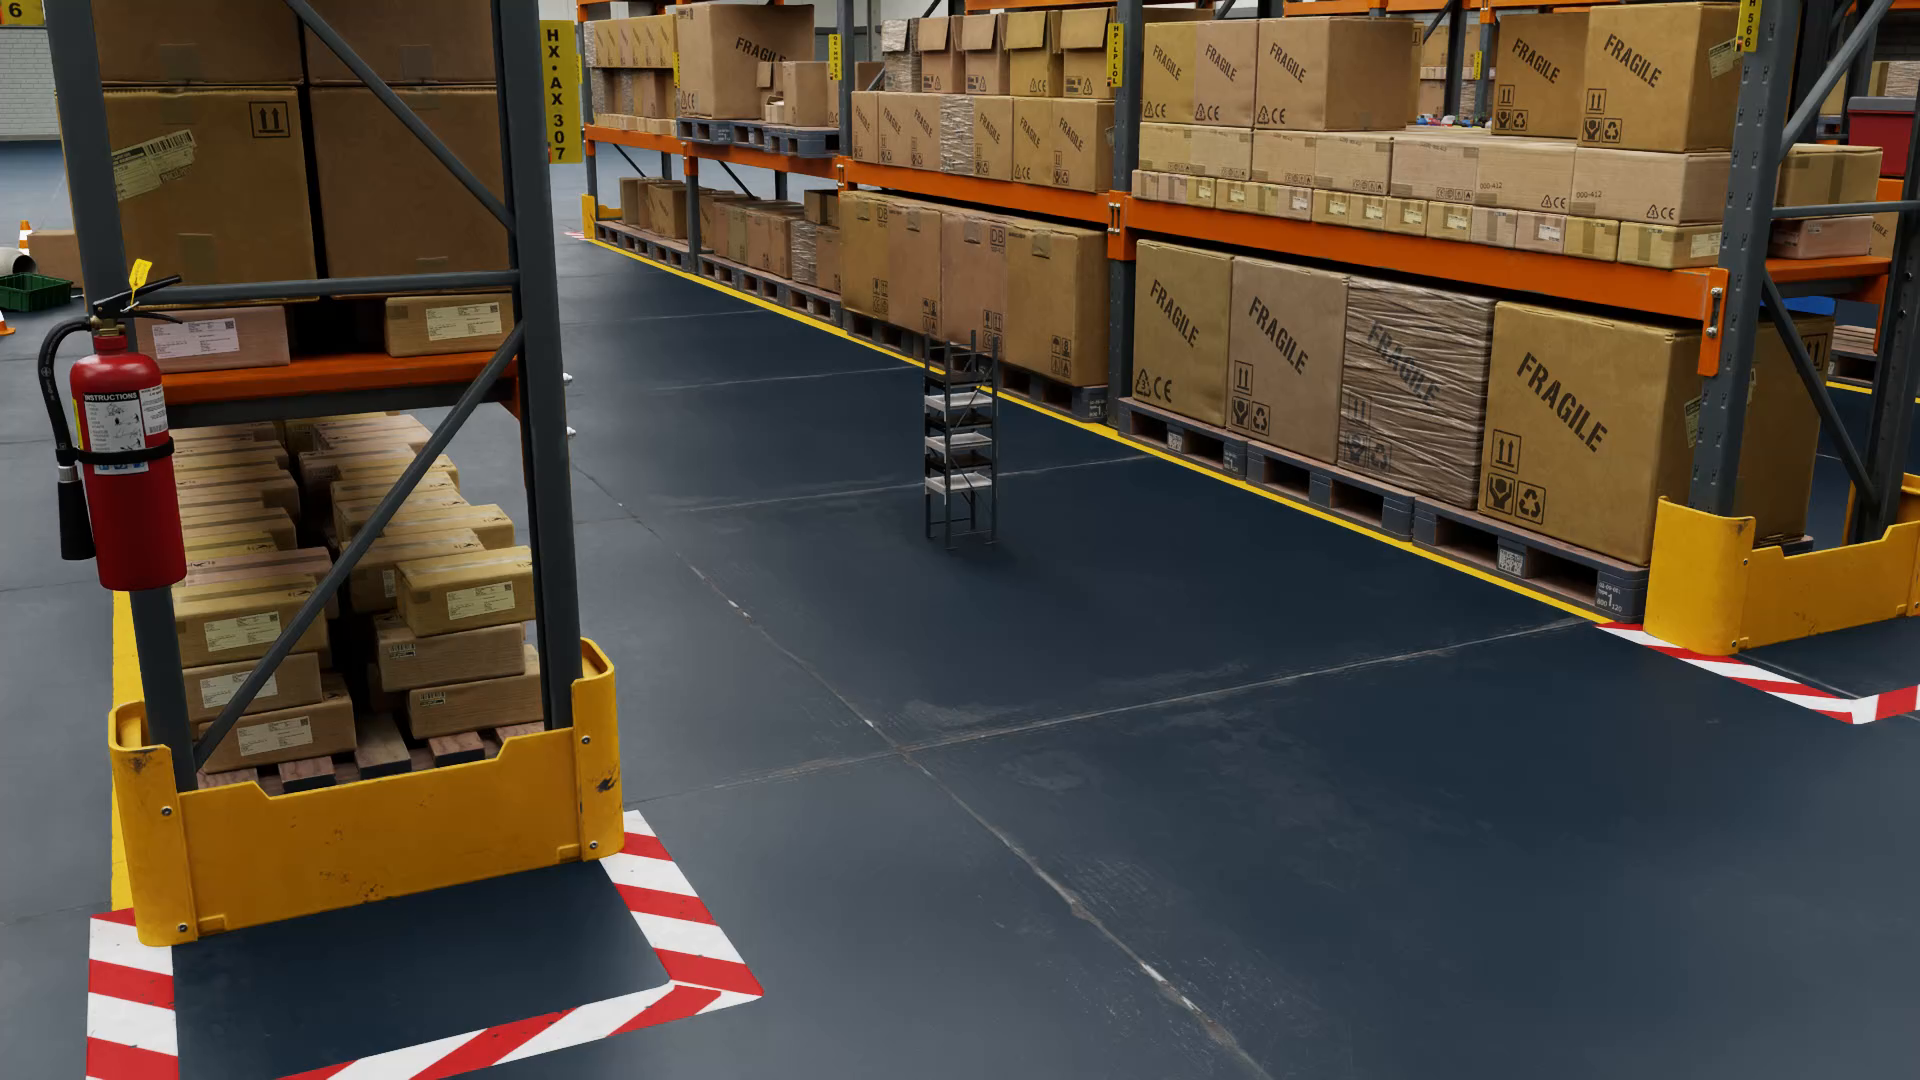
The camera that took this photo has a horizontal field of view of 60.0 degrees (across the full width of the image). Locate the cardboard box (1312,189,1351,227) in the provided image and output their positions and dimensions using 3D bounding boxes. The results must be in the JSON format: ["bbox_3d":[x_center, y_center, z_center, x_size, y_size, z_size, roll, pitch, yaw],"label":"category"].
[{"bbox_3d":[1.829,-1.517,7.556,0.380,0.149,0.250,-8,18,-26],"label":"cardboard box"}]

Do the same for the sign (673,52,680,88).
[{"bbox_3d":[-2.675,-4.470,15.821,0.100,0.325,0.005,-8,18,-25],"label":"sign"}]

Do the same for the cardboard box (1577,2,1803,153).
[{"bbox_3d":[2.617,-1.667,5.993,0.500,0.500,0.500,-7,18,-24],"label":"cardboard box"}]

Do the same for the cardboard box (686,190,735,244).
[{"bbox_3d":[-2.587,-3.367,17.317,0.500,0.500,0.500,-2,16,-7],"label":"cardboard box"}]

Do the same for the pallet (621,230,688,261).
[{"bbox_3d":[-3.055,-3.247,18.181,1.003,0.211,1.213,-8,18,-25],"label":"pallet"}]

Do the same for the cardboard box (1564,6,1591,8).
[{"bbox_3d":[9.337,-8.296,25.065,0.500,0.500,0.500,-7,17,-23],"label":"cardboard box"}]

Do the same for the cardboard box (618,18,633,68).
[{"bbox_3d":[-3.289,-5.244,17.553,0.500,0.500,0.500,-8,18,-25],"label":"cardboard box"}]

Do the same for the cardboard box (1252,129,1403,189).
[{"bbox_3d":[1.730,-1.809,7.849,0.500,0.250,0.500,-7,18,-24],"label":"cardboard box"}]

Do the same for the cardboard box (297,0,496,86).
[{"bbox_3d":[-1.394,-1.387,4.112,0.500,0.500,0.500,-8,18,-25],"label":"cardboard box"}]

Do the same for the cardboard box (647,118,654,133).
[{"bbox_3d":[-3.052,-4.335,17.373,0.380,0.149,0.250,-8,18,-25],"label":"cardboard box"}]

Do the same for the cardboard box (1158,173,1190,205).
[{"bbox_3d":[1.260,-1.839,8.675,0.380,0.149,0.250,-8,18,-27],"label":"cardboard box"}]

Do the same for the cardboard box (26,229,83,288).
[{"bbox_3d":[-8.296,-2.608,15.428,0.500,0.500,0.500,-5,17,-15],"label":"cardboard box"}]

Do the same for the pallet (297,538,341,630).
[{"bbox_3d":[-2.324,0.242,6.025,1.003,0.211,1.213,-8,18,-25],"label":"pallet"}]

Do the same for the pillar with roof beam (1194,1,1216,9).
[{"bbox_3d":[1.373,-12.179,33.377,9.100,9.000,0.400,-8,18,-25],"label":"pillar with roof beam"}]

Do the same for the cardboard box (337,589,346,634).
[{"bbox_3d":[-1.892,0.184,5.579,0.380,0.149,0.250,-8,18,-25],"label":"cardboard box"}]

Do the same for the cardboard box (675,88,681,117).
[{"bbox_3d":[-2.332,-4.432,16.536,0.875,0.500,0.500,-8,18,-25],"label":"cardboard box"}]

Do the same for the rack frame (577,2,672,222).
[{"bbox_3d":[-3.943,-5.114,19.632,1.000,3.000,0.127,-8,18,-25],"label":"rack frame"}]

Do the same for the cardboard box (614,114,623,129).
[{"bbox_3d":[-3.612,-4.643,18.447,0.380,0.149,0.250,-8,18,-25],"label":"cardboard box"}]

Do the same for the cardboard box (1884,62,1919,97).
[{"bbox_3d":[9.075,-4.184,15.448,0.700,0.500,0.500,-4,17,-14],"label":"cardboard box"}]

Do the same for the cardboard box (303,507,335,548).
[{"bbox_3d":[-2.063,-0.025,5.769,0.380,0.149,0.250,-7,17,-22],"label":"cardboard box"}]

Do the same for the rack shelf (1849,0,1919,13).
[{"bbox_3d":[12.044,-6.517,20.390,1.077,0.370,4.000,-8,18,-25],"label":"rack shelf"}]

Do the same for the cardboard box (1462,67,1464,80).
[{"bbox_3d":[6.298,-5.781,20.600,0.380,0.149,0.250,-8,18,-26],"label":"cardboard box"}]

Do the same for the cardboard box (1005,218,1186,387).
[{"bbox_3d":[1.016,-1.475,10.043,1.225,0.875,0.875,-8,18,-25],"label":"cardboard box"}]

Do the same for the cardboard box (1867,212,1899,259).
[{"bbox_3d":[8.861,-2.934,15.772,0.500,0.500,0.500,-8,18,-26],"label":"cardboard box"}]

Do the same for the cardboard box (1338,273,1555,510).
[{"bbox_3d":[2.316,-0.701,7.348,0.875,0.875,0.875,-8,18,-25],"label":"cardboard box"}]

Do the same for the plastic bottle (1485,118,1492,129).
[{"bbox_3d":[4.302,-3.283,13.487,0.097,0.271,0.097,0,16,0],"label":"plastic bottle"}]

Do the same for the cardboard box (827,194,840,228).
[{"bbox_3d":[-0.758,-2.663,13.466,0.500,0.250,0.500,-7,17,-23],"label":"cardboard box"}]

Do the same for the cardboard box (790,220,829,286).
[{"bbox_3d":[-1.004,-2.440,14.048,0.700,0.500,0.500,-9,18,-29],"label":"cardboard box"}]

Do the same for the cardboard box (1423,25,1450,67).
[{"bbox_3d":[6.294,-6.224,20.968,0.700,0.500,0.500,-8,18,-25],"label":"cardboard box"}]

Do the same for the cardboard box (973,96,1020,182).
[{"bbox_3d":[0.418,-2.521,10.417,0.500,0.500,0.500,-8,18,-26],"label":"cardboard box"}]

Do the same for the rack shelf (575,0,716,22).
[{"bbox_3d":[-3.066,-5.714,17.589,1.077,0.370,4.000,-8,18,-25],"label":"rack shelf"}]

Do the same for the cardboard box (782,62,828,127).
[{"bbox_3d":[-1.045,-3.635,13.538,0.700,0.500,0.500,-5,17,-17],"label":"cardboard box"}]

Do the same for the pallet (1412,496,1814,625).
[{"bbox_3d":[2.646,0.005,6.849,1.003,0.211,1.213,-8,18,-25],"label":"pallet"}]

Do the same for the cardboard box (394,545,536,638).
[{"bbox_3d":[-1.360,0.140,4.655,0.380,0.149,0.250,-9,18,-27],"label":"cardboard box"}]

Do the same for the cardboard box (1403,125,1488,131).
[{"bbox_3d":[2.197,-1.877,8.085,0.500,0.250,0.500,-7,18,-24],"label":"cardboard box"}]

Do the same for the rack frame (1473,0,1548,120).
[{"bbox_3d":[6.716,-5.318,20.344,1.000,3.000,0.127,-8,18,-25],"label":"rack frame"}]

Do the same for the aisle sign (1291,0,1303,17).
[{"bbox_3d":[4.660,-7.539,23.369,0.394,0.787,0.004,-8,18,-25],"label":"aisle sign"}]

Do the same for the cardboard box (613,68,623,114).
[{"bbox_3d":[-3.399,-5.055,18.709,0.875,0.500,0.500,-8,18,-25],"label":"cardboard box"}]

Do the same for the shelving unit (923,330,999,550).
[{"bbox_3d":[0.004,-0.431,7.120,0.258,0.900,0.210,-8,18,-25],"label":"shelving unit"}]

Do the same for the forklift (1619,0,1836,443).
[{"bbox_3d":[4.388,-2.269,9.845,1.130,2.935,3.031,4,17,14],"label":"forklift"}]

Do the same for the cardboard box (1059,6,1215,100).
[{"bbox_3d":[1.027,-2.826,9.659,0.797,0.503,0.637,-8,18,-26],"label":"cardboard box"}]

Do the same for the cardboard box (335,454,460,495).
[{"bbox_3d":[-1.955,-0.184,5.783,0.380,0.149,0.250,-7,18,-24],"label":"cardboard box"}]

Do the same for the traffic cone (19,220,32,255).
[{"bbox_3d":[-9.489,-3.017,16.923,0.336,0.463,0.334,-8,18,-25],"label":"traffic cone"}]

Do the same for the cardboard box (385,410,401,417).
[{"bbox_3d":[-2.536,-0.505,6.901,0.380,0.149,0.250,-8,18,-25],"label":"cardboard box"}]

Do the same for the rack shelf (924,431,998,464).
[{"bbox_3d":[0.004,-0.398,7.129,0.258,0.077,0.200,-8,18,-25],"label":"rack shelf"}]

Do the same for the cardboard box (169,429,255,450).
[{"bbox_3d":[-2.828,-0.304,6.199,0.380,0.149,0.250,-7,18,-24],"label":"cardboard box"}]

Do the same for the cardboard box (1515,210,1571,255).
[{"bbox_3d":[2.390,-1.201,6.453,0.380,0.149,0.250,-8,18,-25],"label":"cardboard box"}]

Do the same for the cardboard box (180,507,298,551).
[{"bbox_3d":[-2.238,0.020,5.071,0.380,0.149,0.250,-8,18,-27],"label":"cardboard box"}]

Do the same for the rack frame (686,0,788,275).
[{"bbox_3d":[-2.190,-4.122,16.175,1.000,3.000,0.127,-8,18,-25],"label":"rack frame"}]

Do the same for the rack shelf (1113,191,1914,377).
[{"bbox_3d":[2.191,-1.296,7.634,1.077,0.370,4.000,-8,18,-25],"label":"rack shelf"}]

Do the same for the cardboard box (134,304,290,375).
[{"bbox_3d":[-1.833,-0.498,4.003,0.380,0.149,0.250,-8,18,-25],"label":"cardboard box"}]

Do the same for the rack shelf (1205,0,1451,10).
[{"bbox_3d":[3.138,-5.320,16.219,1.077,0.370,4.000,-8,18,-25],"label":"rack shelf"}]

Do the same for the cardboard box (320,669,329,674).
[{"bbox_3d":[-2.096,0.364,4.952,0.380,0.149,0.250,-8,18,-25],"label":"cardboard box"}]

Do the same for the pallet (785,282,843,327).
[{"bbox_3d":[-0.779,-1.983,13.780,1.003,0.211,1.213,-8,18,-25],"label":"pallet"}]

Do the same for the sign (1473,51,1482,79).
[{"bbox_3d":[6.218,-5.705,19.978,0.100,0.325,0.005,-8,18,-25],"label":"sign"}]

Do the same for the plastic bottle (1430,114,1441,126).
[{"bbox_3d":[4.016,-3.439,14.008,0.061,0.283,0.133,-8,18,-25],"label":"plastic bottle"}]
